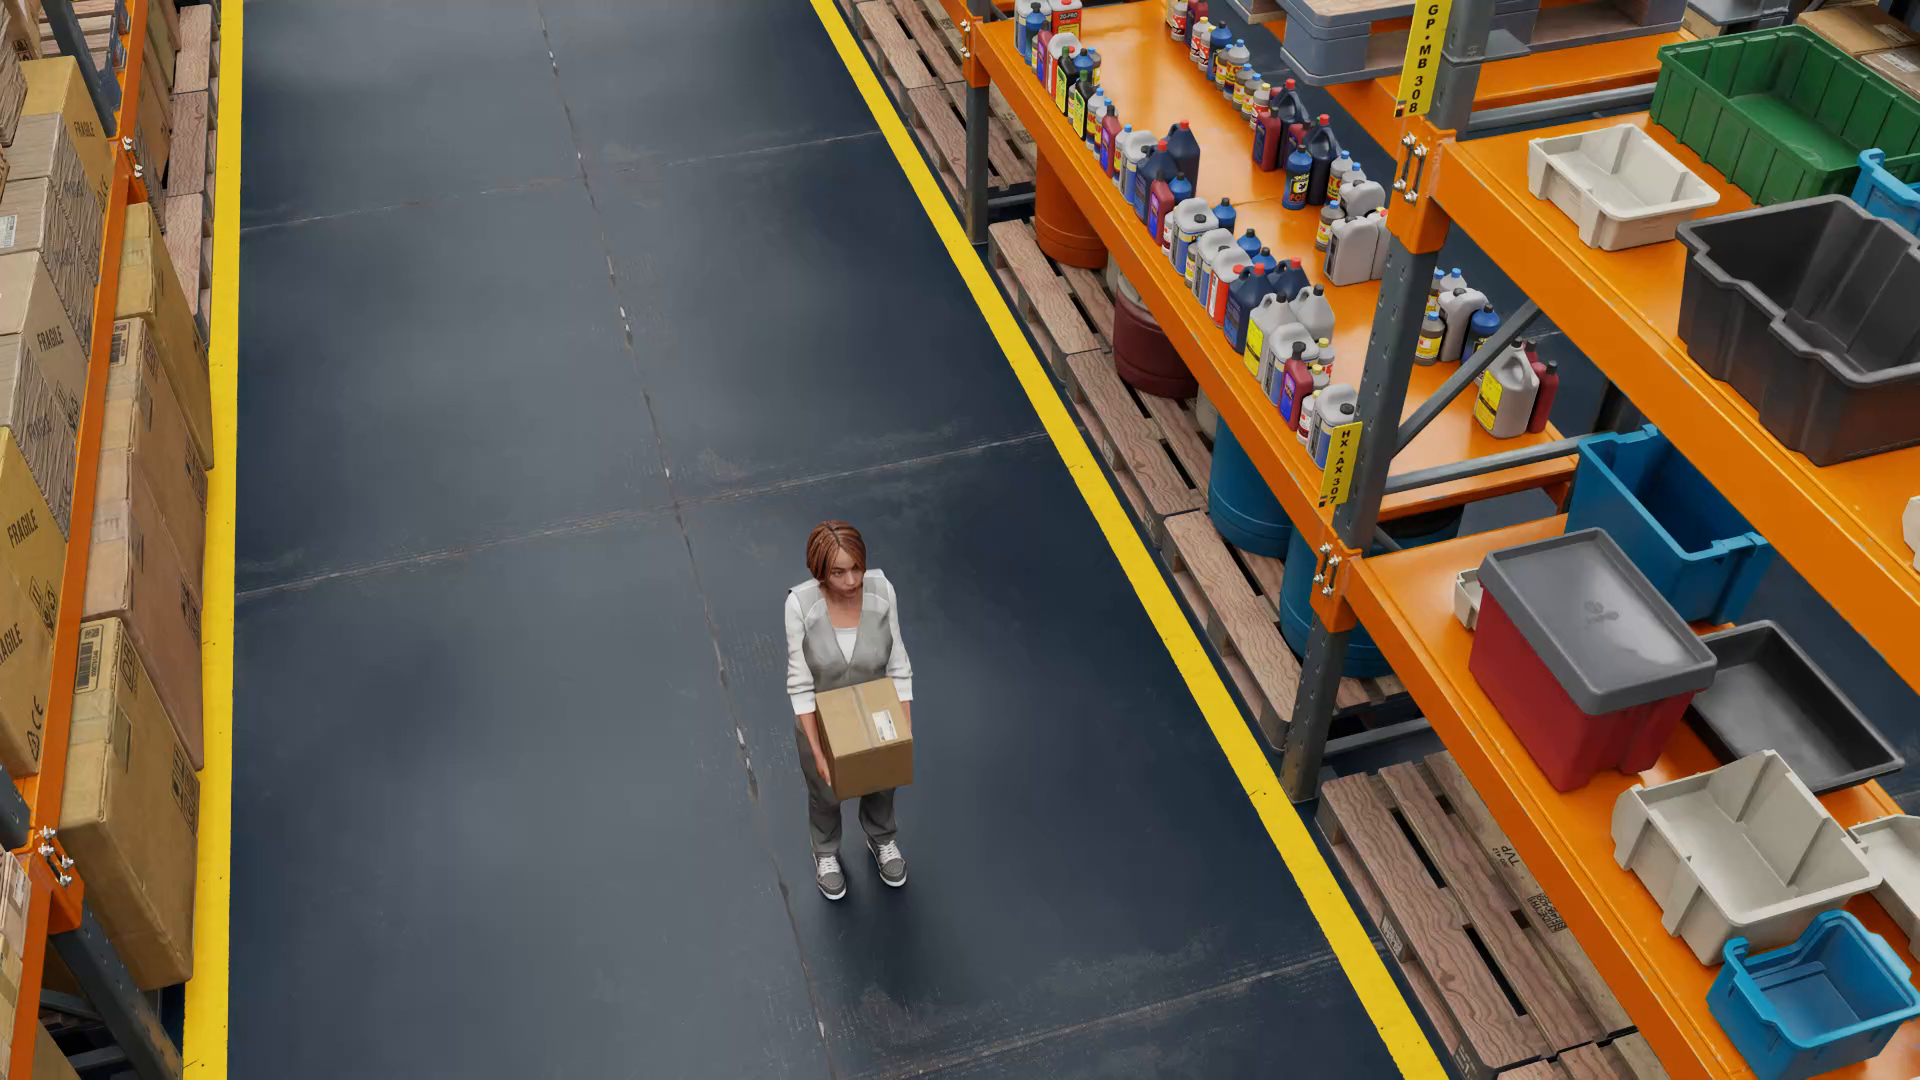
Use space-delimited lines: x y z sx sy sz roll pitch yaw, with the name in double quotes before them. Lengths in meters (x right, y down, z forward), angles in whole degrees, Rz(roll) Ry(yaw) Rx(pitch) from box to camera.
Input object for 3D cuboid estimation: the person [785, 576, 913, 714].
"person" -0.370 0.385 5.346 0.408 0.542 0.317 -12 44 -13
